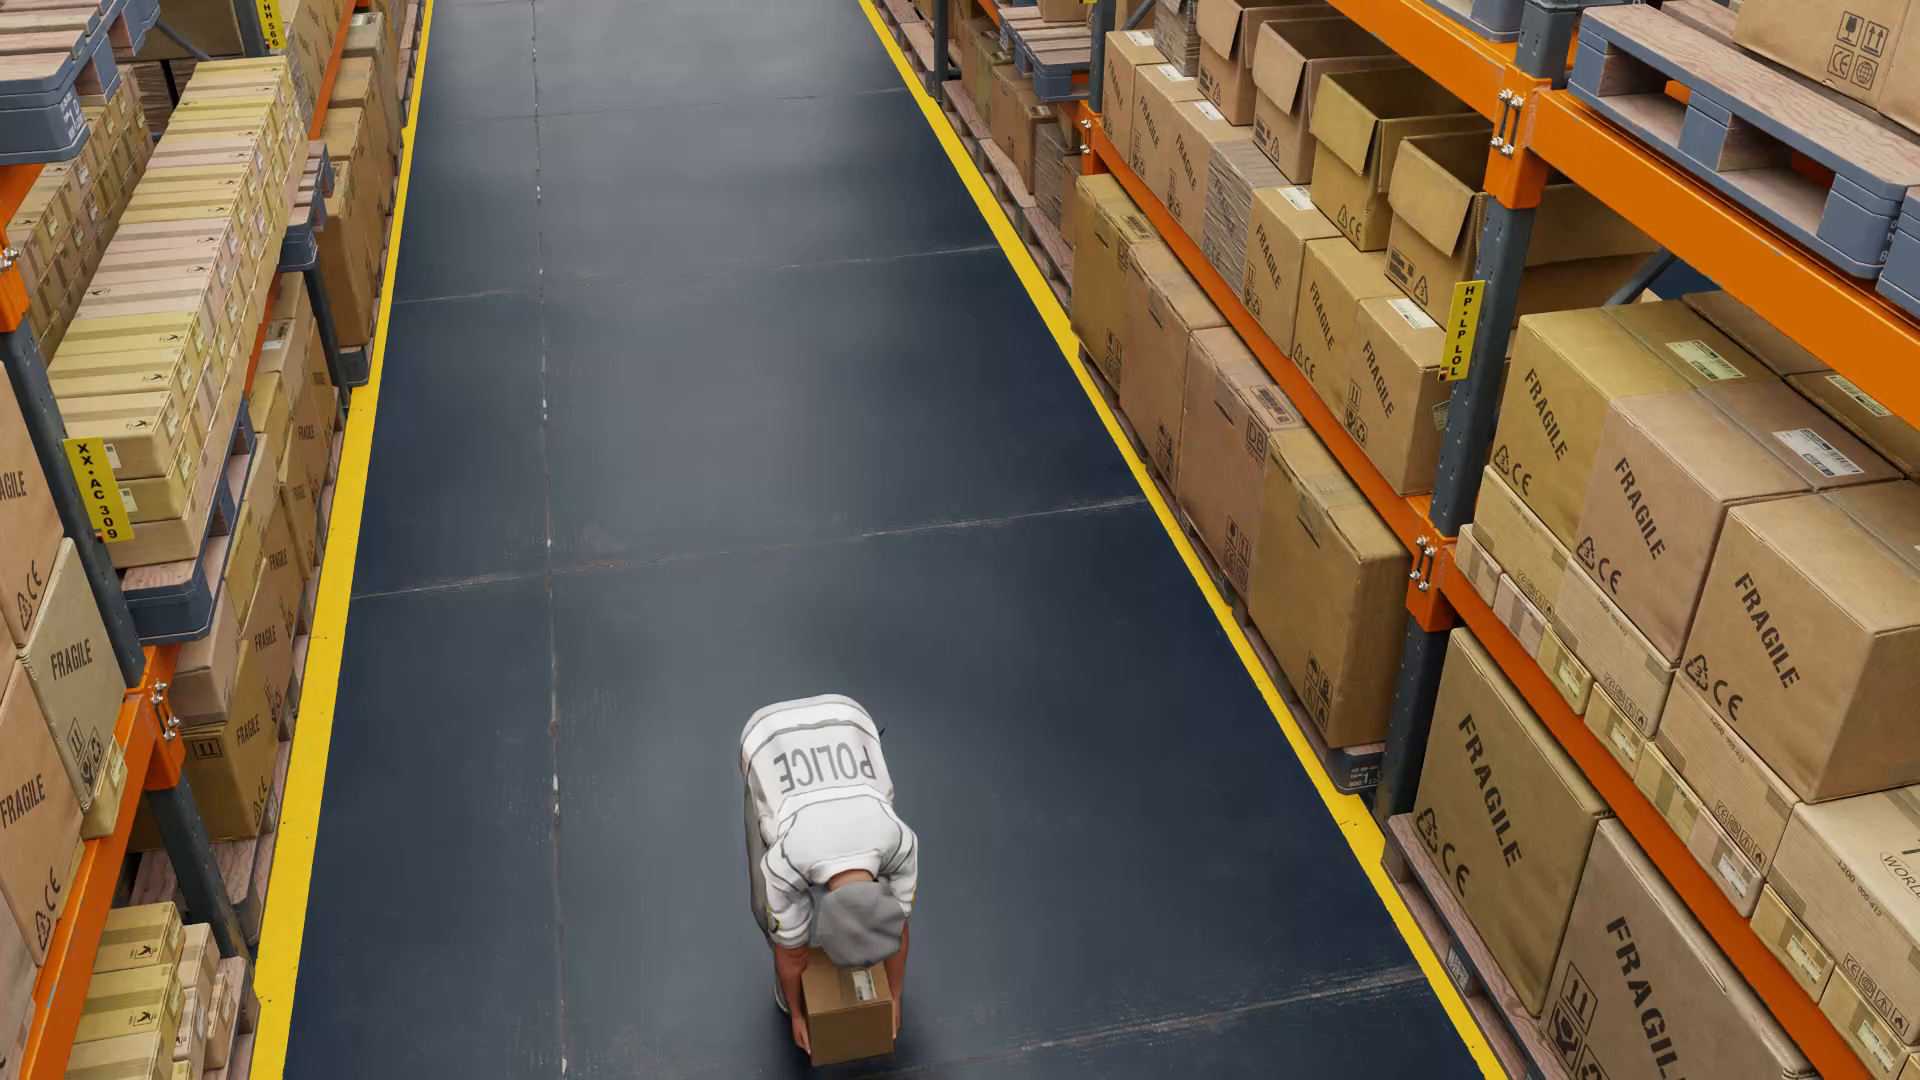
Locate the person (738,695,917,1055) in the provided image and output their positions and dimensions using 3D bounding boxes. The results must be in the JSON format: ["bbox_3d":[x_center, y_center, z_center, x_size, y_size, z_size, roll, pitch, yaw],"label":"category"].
[{"bbox_3d":[-0.379,1.106,5.106,0.505,1.080,1.044,-9,35,-12],"label":"person"}]
